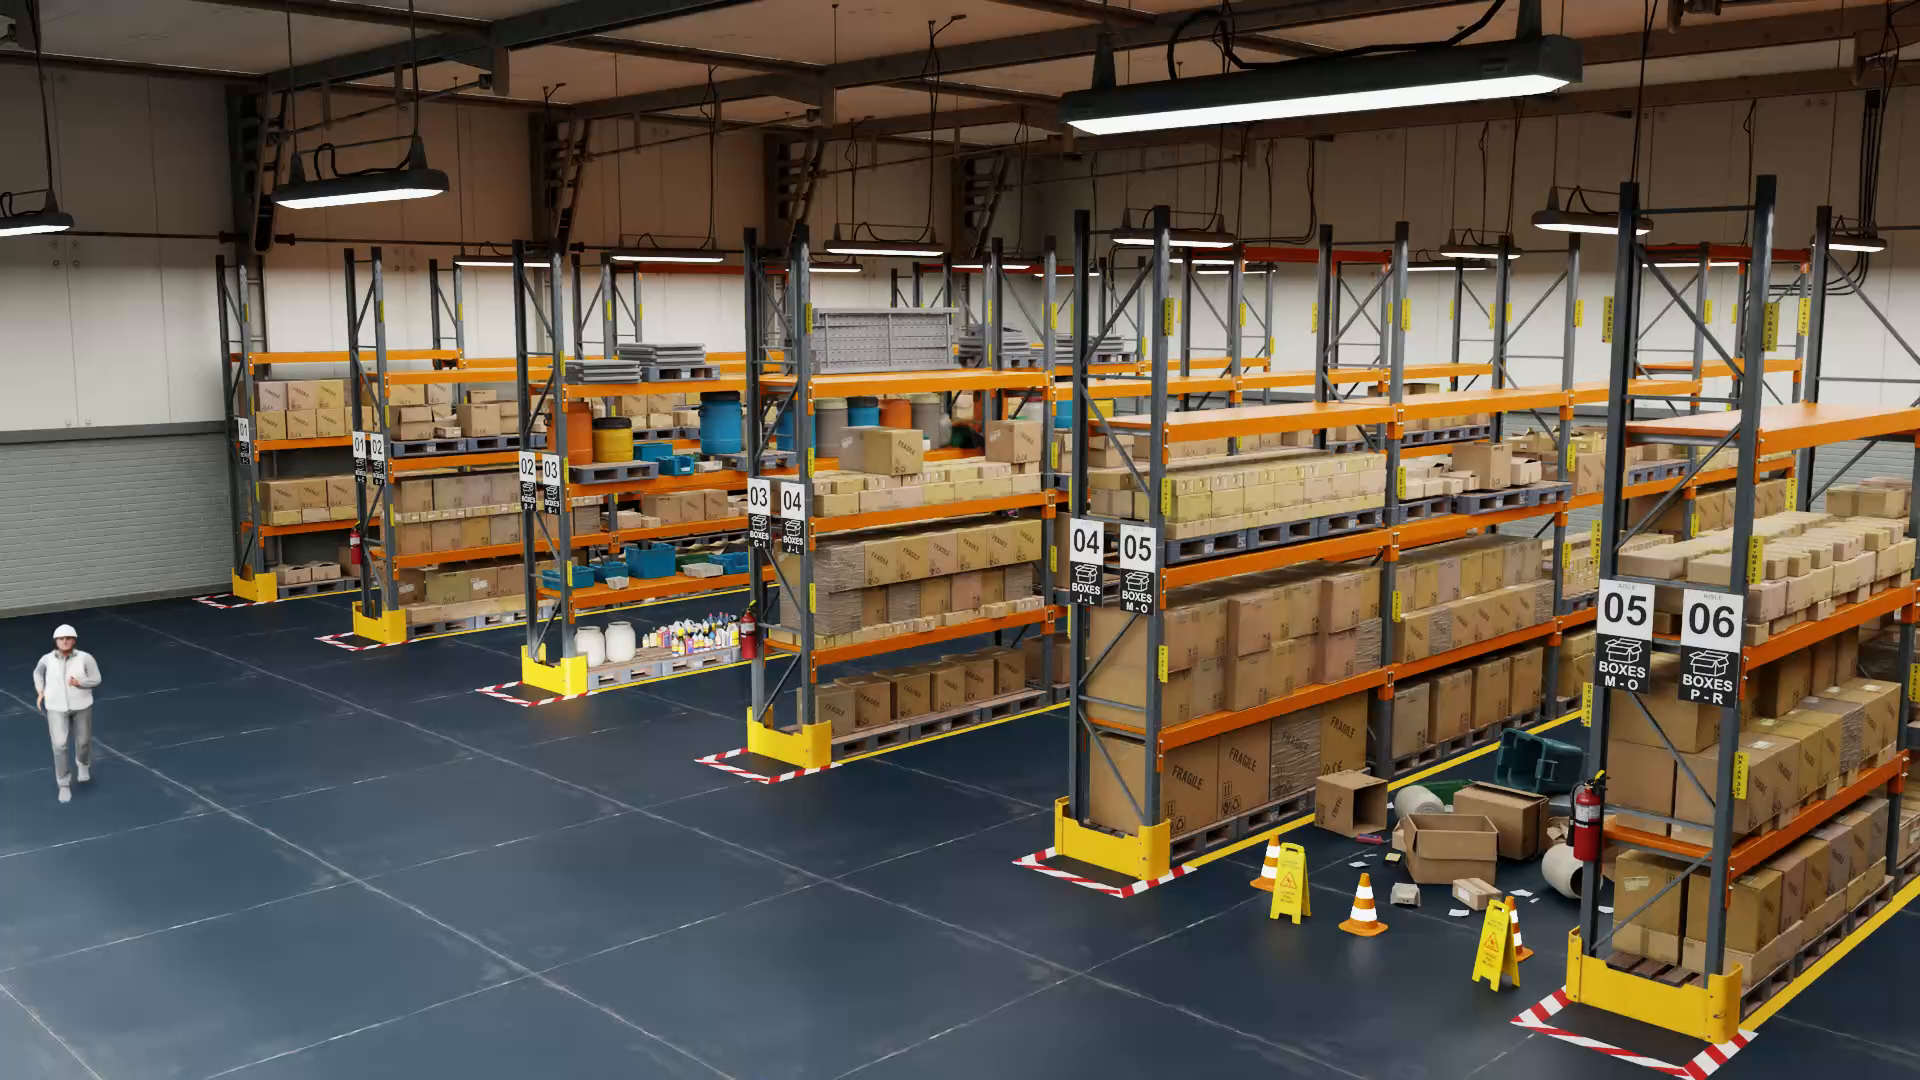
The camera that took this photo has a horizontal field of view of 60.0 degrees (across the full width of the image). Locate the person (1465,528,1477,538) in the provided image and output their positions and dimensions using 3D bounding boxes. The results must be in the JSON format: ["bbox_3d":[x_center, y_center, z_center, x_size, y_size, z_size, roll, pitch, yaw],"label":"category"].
[{"bbox_3d":[8.104,0.613,26.413,0.611,1.668,0.904,6,10,38],"label":"person"}]

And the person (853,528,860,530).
[{"bbox_3d":[-1.730,-0.180,29.341,0.656,1.819,0.912,5,9,31],"label":"person"}]

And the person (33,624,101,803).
[{"bbox_3d":[-9.430,1.795,17.614,0.633,1.822,0.825,-4,9,-28],"label":"person"}]
